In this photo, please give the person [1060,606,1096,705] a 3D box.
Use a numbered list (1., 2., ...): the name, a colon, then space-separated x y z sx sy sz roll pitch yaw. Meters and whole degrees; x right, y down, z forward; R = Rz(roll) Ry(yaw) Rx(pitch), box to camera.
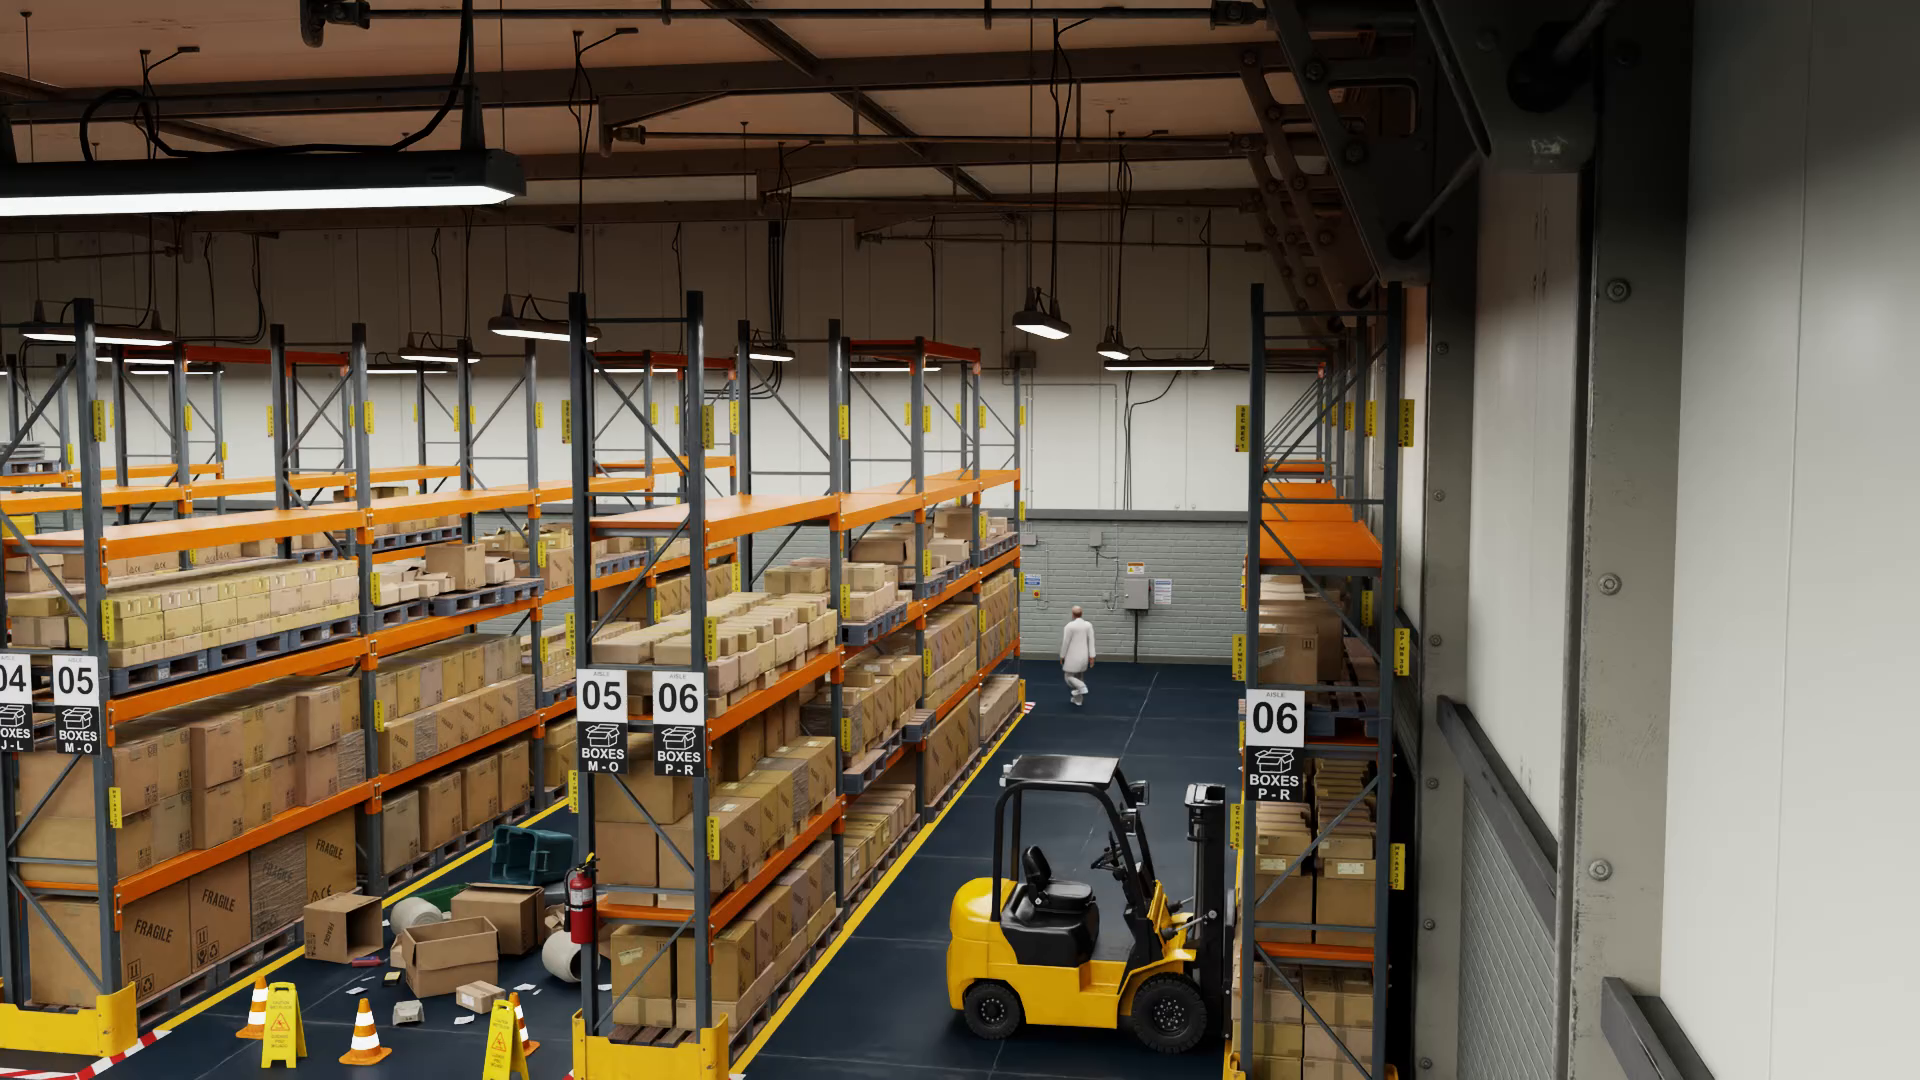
1. person: 2.004 2.002 28.491 0.582 1.750 0.937 -3 5 -31
